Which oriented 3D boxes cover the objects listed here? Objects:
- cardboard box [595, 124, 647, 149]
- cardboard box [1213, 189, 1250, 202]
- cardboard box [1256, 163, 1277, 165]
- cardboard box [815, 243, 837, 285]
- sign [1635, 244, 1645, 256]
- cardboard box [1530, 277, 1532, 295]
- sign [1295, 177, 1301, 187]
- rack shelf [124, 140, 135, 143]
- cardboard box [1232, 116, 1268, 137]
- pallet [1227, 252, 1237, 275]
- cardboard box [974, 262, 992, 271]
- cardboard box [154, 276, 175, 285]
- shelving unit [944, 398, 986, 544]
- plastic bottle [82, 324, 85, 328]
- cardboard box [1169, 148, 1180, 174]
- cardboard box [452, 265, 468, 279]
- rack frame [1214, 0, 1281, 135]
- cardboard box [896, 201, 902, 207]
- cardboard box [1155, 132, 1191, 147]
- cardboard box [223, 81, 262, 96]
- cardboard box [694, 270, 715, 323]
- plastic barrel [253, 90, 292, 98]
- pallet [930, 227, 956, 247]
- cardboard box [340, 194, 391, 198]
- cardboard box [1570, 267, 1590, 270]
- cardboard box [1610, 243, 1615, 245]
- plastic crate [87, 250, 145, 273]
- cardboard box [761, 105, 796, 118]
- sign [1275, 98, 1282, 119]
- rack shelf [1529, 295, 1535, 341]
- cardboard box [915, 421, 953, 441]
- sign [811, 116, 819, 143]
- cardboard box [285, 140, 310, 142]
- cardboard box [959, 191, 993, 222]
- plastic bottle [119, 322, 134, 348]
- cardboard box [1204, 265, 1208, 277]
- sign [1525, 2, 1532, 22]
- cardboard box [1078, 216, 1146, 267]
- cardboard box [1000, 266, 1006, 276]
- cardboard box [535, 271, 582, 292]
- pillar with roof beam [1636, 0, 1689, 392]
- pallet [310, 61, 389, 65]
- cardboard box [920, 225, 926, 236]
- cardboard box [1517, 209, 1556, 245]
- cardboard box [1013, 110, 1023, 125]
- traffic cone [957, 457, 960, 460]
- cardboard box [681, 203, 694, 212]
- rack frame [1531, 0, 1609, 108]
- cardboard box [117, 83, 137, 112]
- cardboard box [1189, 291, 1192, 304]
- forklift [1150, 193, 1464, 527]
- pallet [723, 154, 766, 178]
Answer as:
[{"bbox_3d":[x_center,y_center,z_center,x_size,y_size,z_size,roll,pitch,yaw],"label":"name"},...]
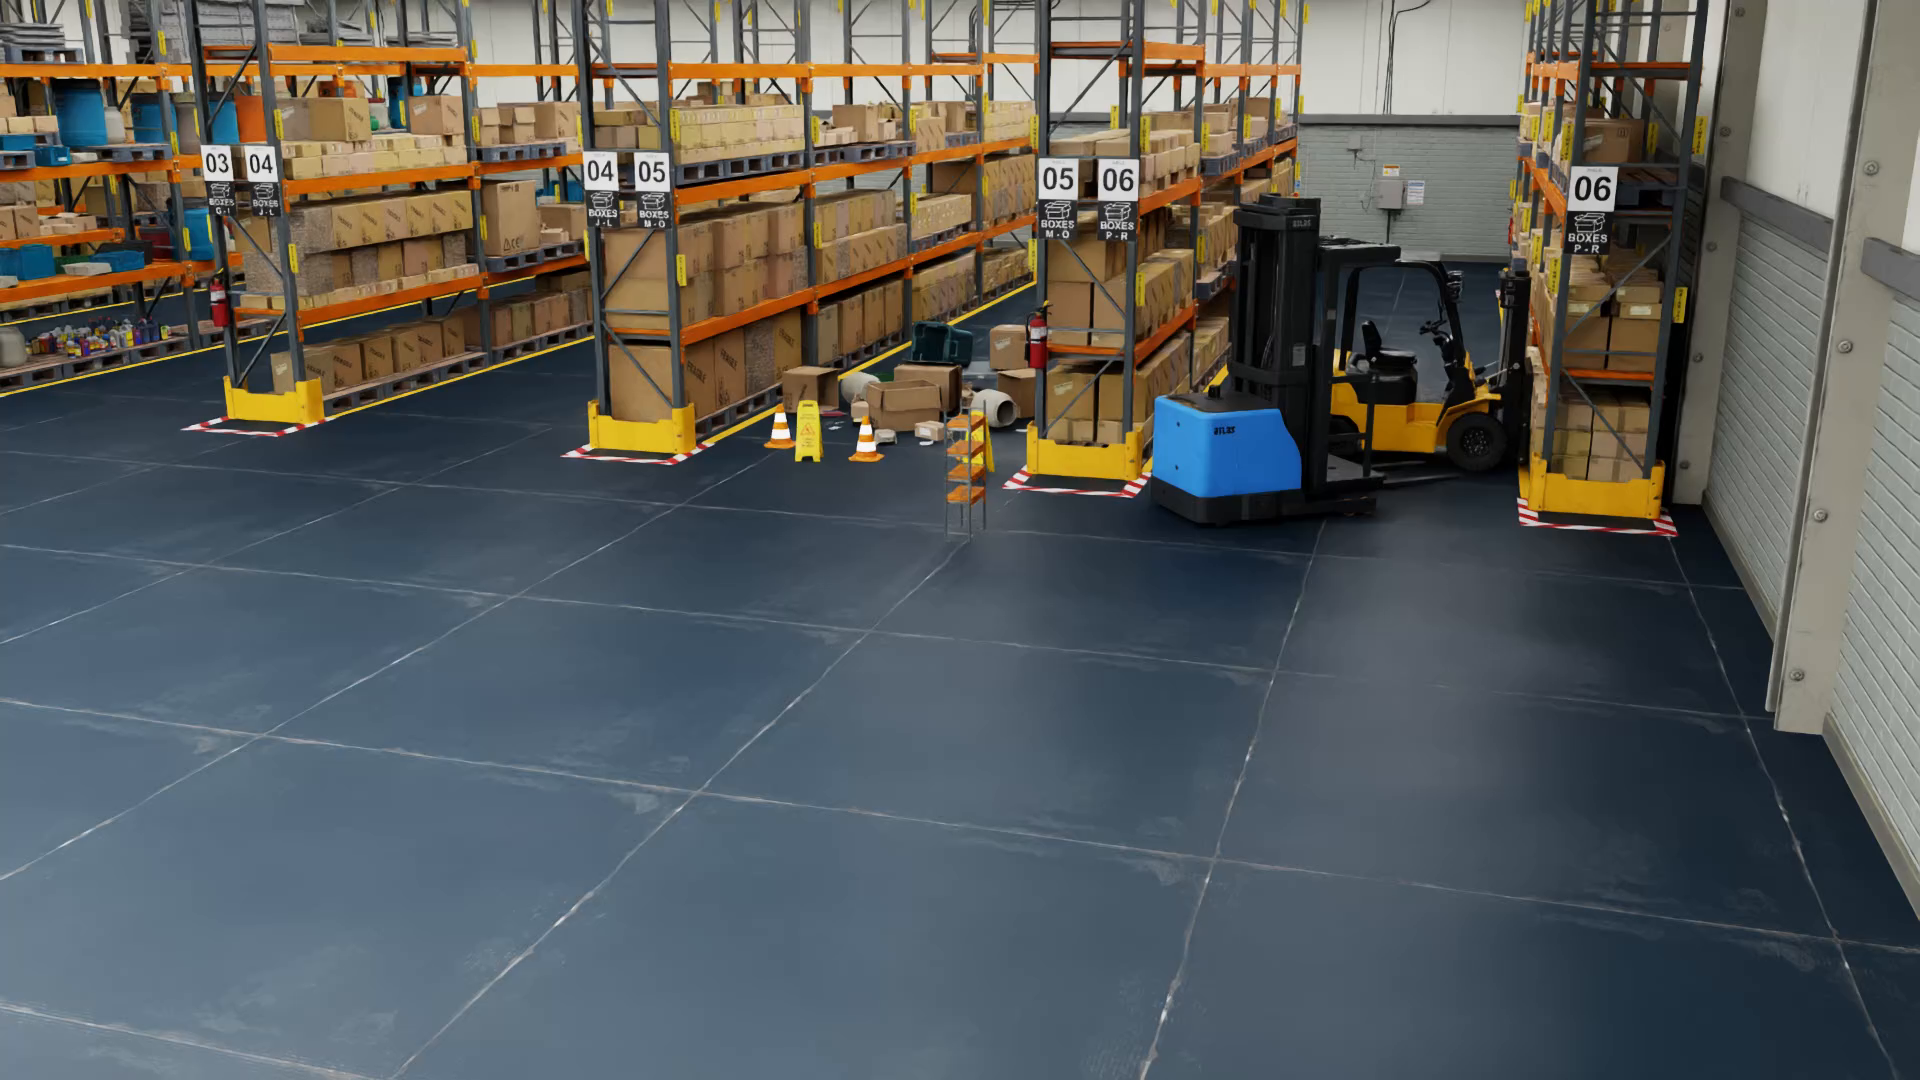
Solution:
[{"bbox_3d":[-3.637,-4.387,18.080,0.500,0.250,0.500,5,17,17],"label":"cardboard box"},{"bbox_3d":[4.046,-4.979,24.870,0.500,0.500,0.500,5,16,16],"label":"cardboard box"},{"bbox_3d":[5.330,-6.497,29.035,0.380,0.149,0.250,5,16,16],"label":"cardboard box"},{"bbox_3d":[-1.964,-3.685,22.140,0.500,0.500,0.500,5,17,16],"label":"cardboard box"},{"bbox_3d":[7.696,-3.191,18.849,0.100,0.325,0.005,5,16,16],"label":"sign"},{"bbox_3d":[7.503,-3.254,21.079,0.500,0.250,0.500,5,17,18],"label":"cardboard box"},{"bbox_3d":[7.365,-7.929,36.791,0.327,0.218,0.001,5,16,16],"label":"sign"},{"bbox_3d":[-14.890,-7.367,31.127,1.077,0.370,4.000,5,16,16],"label":"rack shelf"},{"bbox_3d":[4.628,-6.611,26.536,0.500,0.311,0.500,5,16,16],"label":"cardboard box"},{"bbox_3d":[3.440,-3.922,23.511,1.213,0.211,1.003,5,16,16],"label":"pallet"},{"bbox_3d":[0.358,-4.941,30.118,0.380,0.149,0.250,4,16,15],"label":"cardboard box"},{"bbox_3d":[-14.911,-4.990,30.700,0.500,0.500,0.500,4,16,14],"label":"cardboard box"},{"bbox_3d":[0.047,-0.621,14.818,0.258,1.200,0.503,5,16,16],"label":"shelving unit"},{"bbox_3d":[-12.615,-2.952,23.910,0.061,0.283,0.133,5,17,18],"label":"plastic bottle"},{"bbox_3d":[2.105,-4.142,18.166,0.500,0.250,0.500,5,17,17],"label":"cardboard box"},{"bbox_3d":[-6.957,-3.666,22.719,0.380,0.149,0.250,5,16,16],"label":"cardboard box"},{"bbox_3d":[4.677,-8.142,27.043,1.000,3.000,0.127,5,16,16],"label":"rack frame"},{"bbox_3d":[-1.165,-5.436,27.097,0.380,0.149,0.250,5,17,19],"label":"cardboard box"},{"bbox_3d":[2.415,-4.555,18.895,0.380,0.149,0.250,5,17,18],"label":"cardboard box"},{"bbox_3d":[-14.220,-8.896,33.182,0.700,0.500,0.500,5,16,16],"label":"cardboard box"},{"bbox_3d":[-3.311,-2.792,18.900,0.875,0.550,0.550,5,16,16],"label":"cardboard box"},{"bbox_3d":[-11.152,-6.848,27.059,0.600,0.901,0.600,0,16,0],"label":"plastic barrel"},{"bbox_3d":[-0.711,-4.995,27.295,1.003,0.211,1.213,5,16,16],"label":"pallet"},{"bbox_3d":[-7.753,-4.244,21.733,0.500,0.500,0.500,5,16,16],"label":"cardboard box"},{"bbox_3d":[6.193,-2.687,16.889,0.380,0.149,0.250,5,17,17],"label":"cardboard box"},{"bbox_3d":[7.947,-3.609,20.685,0.380,0.149,0.250,5,17,16],"label":"cardboard box"},{"bbox_3d":[-11.901,-3.933,23.471,0.499,0.251,0.616,5,16,16],"label":"plastic crate"},{"bbox_3d":[-2.242,-5.289,20.530,0.380,0.149,0.250,5,16,16],"label":"cardboard box"},{"bbox_3d":[5.200,-7.059,27.199,0.100,0.325,0.005,5,16,16],"label":"sign"},{"bbox_3d":[7.732,-2.956,21.071,1.077,0.370,4.000,5,16,16],"label":"rack shelf"},{"bbox_3d":[-0.298,-1.244,18.942,0.250,0.149,0.380,-15,21,-41],"label":"cardboard box"},{"bbox_3d":[-1.839,-5.207,21.101,0.100,0.325,0.005,5,16,16],"label":"sign"},{"bbox_3d":[-8.058,-4.806,20.323,0.380,0.149,0.250,5,17,17],"label":"cardboard box"},{"bbox_3d":[0.285,-5.914,29.455,0.500,0.500,0.500,4,16,15],"label":"cardboard box"},{"bbox_3d":[-11.900,-2.927,23.699,0.144,0.351,0.185,5,16,16],"label":"plastic bottle"},{"bbox_3d":[2.943,-3.428,21.110,0.380,0.149,0.250,5,17,17],"label":"cardboard box"},{"bbox_3d":[10.053,-9.334,29.389,0.100,0.325,0.005,5,16,16],"label":"sign"},{"bbox_3d":[1.675,-3.332,18.518,0.700,0.500,0.500,5,16,16],"label":"cardboard box"},{"bbox_3d":[0.645,-4.998,30.863,0.380,0.149,0.250,4,16,15],"label":"cardboard box"},{"bbox_3d":[-6.264,-4.030,25.942,0.500,0.250,0.500,7,17,22],"label":"cardboard box"},{"bbox_3d":[4.666,-6.634,21.727,9.100,9.000,0.400,5,16,16],"label":"pillar with roof beam"},{"bbox_3d":[-10.476,-8.151,28.154,1.213,0.211,1.003,5,16,16],"label":"pallet"},{"bbox_3d":[-0.761,-4.890,26.263,0.380,0.149,0.250,5,17,19],"label":"cardboard box"},{"bbox_3d":[8.715,-4.672,24.850,0.700,0.500,0.500,5,16,16],"label":"cardboard box"},{"bbox_3d":[0.860,-7.863,30.916,0.500,0.250,0.500,5,17,17],"label":"cardboard box"},{"bbox_3d":[0.152,-1.108,17.888,0.336,0.463,0.334,5,16,16],"label":"traffic cone"},{"bbox_3d":[-4.985,-5.662,29.113,0.500,0.500,0.500,4,16,15],"label":"cardboard box"},{"bbox_3d":[9.437,-7.758,25.689,1.000,3.000,0.127,5,16,16],"label":"rack frame"},{"bbox_3d":[-15.183,-7.966,29.905,0.500,0.500,0.500,5,16,16],"label":"cardboard box"},{"bbox_3d":[2.604,-2.934,20.137,0.380,0.149,0.250,4,16,15],"label":"cardboard box"},{"bbox_3d":[3.393,-1.763,15.673,3.031,2.935,1.130,-6,17,-20],"label":"forklift"},{"bbox_3d":[-2.962,-4.389,19.472,1.003,0.211,1.213,5,16,16],"label":"pallet"}]
